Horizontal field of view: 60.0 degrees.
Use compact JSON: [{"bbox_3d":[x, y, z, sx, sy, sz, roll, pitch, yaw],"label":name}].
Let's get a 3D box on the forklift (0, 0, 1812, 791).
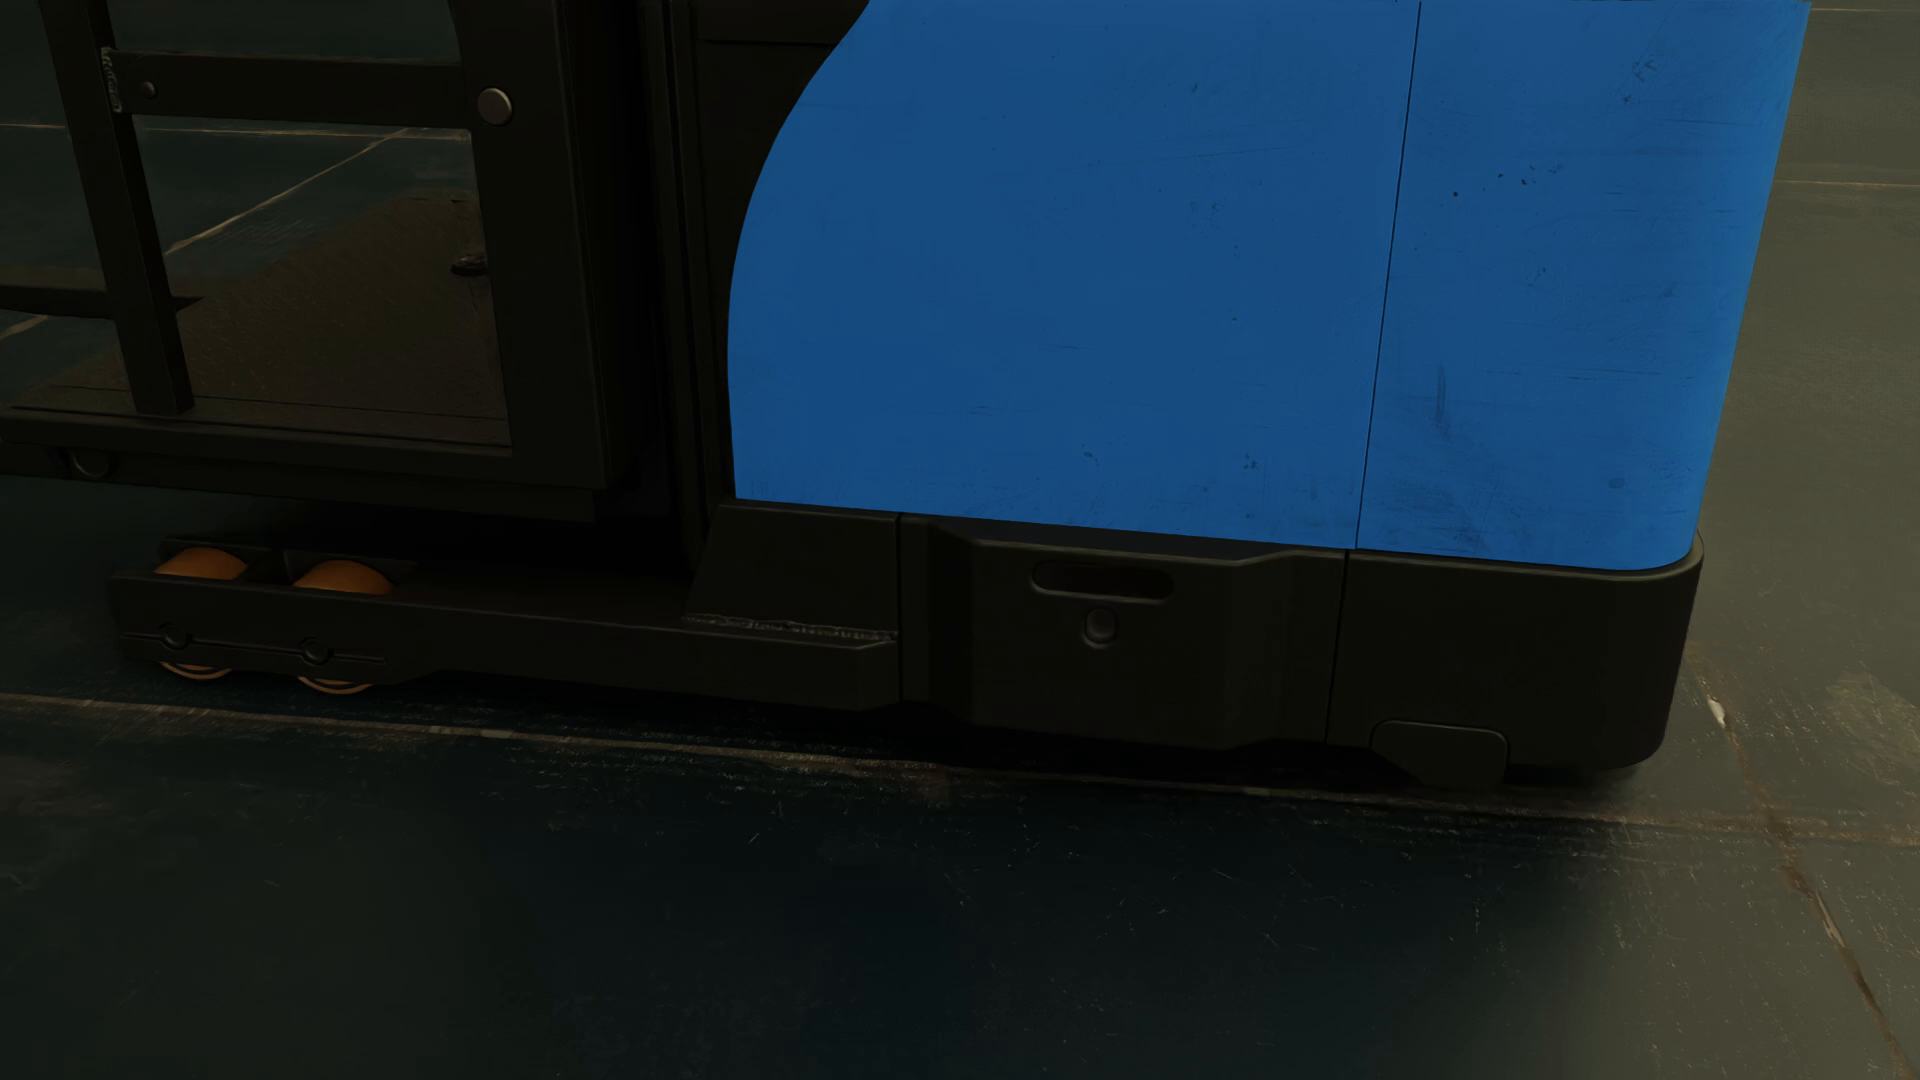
[{"bbox_3d":[-0.606,-1.341,1.905,3.031,2.935,1.130,5,27,10],"label":"forklift"}]
